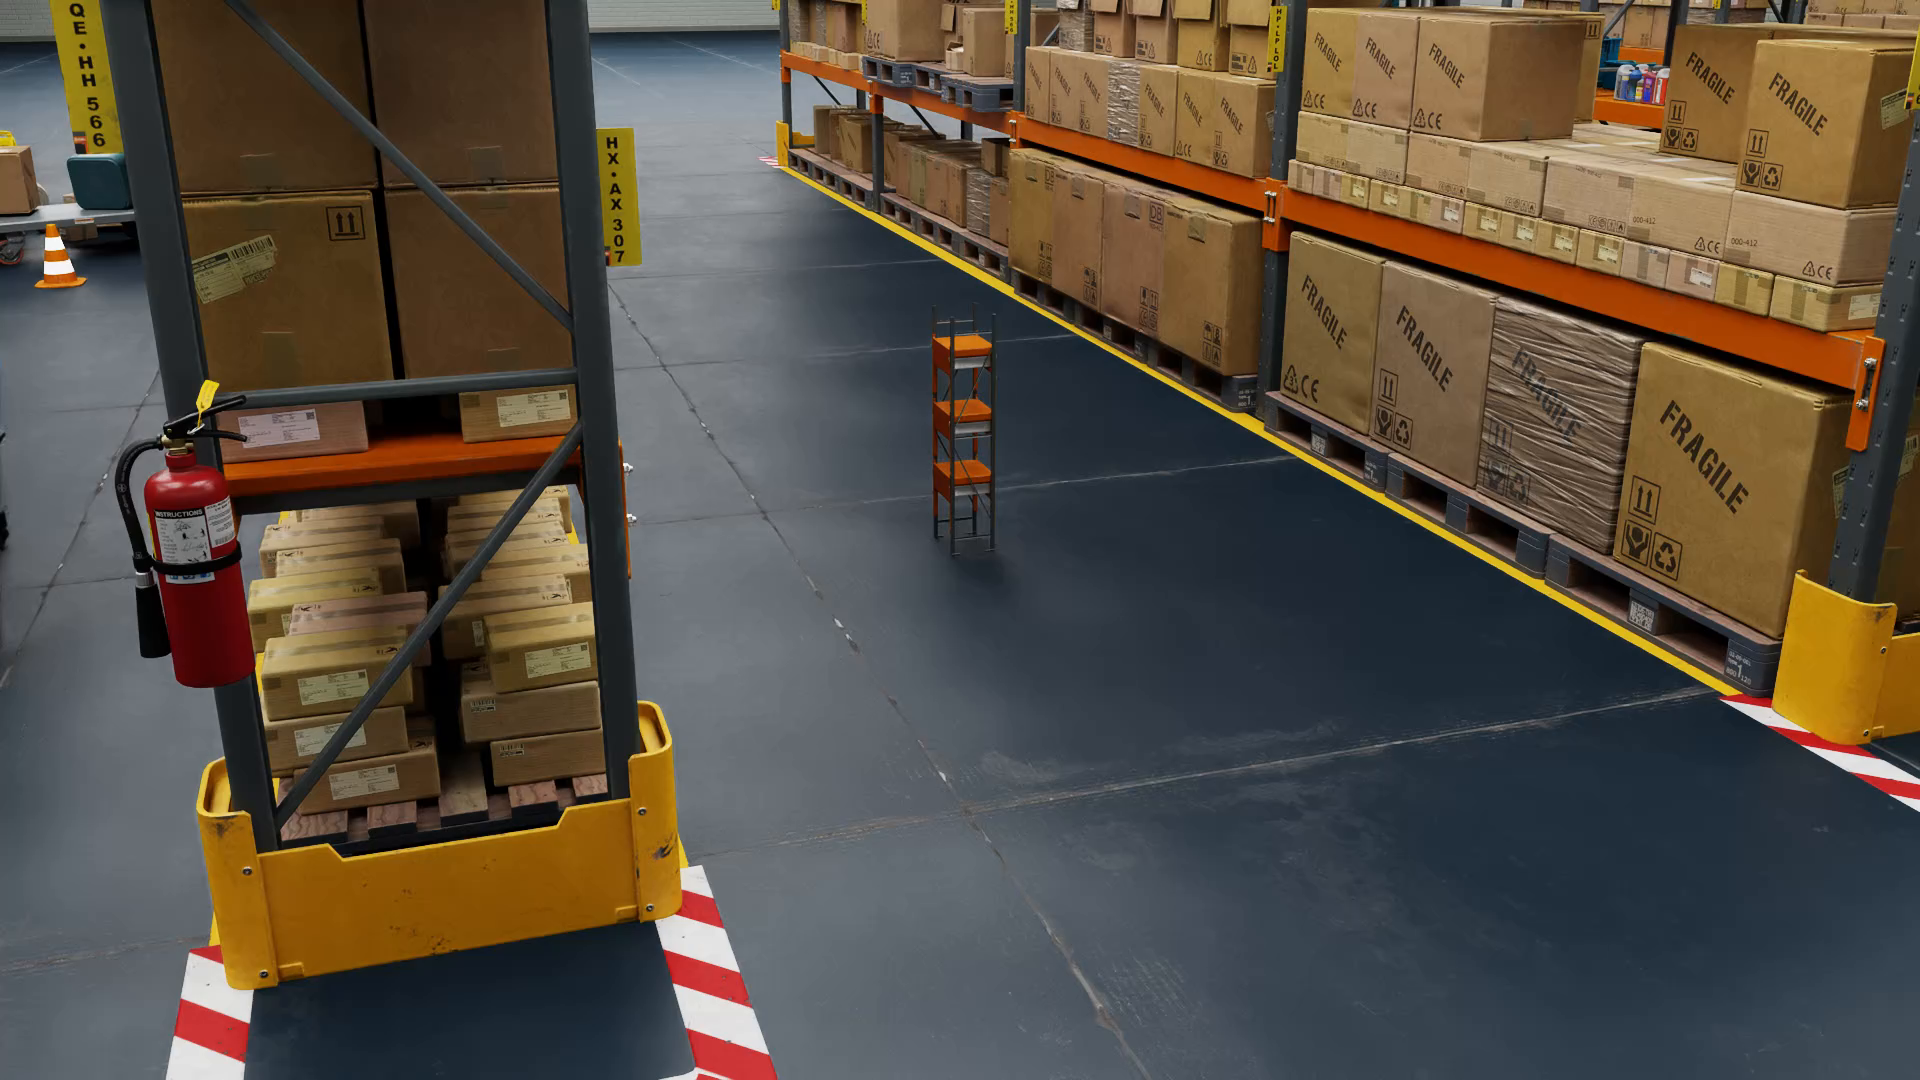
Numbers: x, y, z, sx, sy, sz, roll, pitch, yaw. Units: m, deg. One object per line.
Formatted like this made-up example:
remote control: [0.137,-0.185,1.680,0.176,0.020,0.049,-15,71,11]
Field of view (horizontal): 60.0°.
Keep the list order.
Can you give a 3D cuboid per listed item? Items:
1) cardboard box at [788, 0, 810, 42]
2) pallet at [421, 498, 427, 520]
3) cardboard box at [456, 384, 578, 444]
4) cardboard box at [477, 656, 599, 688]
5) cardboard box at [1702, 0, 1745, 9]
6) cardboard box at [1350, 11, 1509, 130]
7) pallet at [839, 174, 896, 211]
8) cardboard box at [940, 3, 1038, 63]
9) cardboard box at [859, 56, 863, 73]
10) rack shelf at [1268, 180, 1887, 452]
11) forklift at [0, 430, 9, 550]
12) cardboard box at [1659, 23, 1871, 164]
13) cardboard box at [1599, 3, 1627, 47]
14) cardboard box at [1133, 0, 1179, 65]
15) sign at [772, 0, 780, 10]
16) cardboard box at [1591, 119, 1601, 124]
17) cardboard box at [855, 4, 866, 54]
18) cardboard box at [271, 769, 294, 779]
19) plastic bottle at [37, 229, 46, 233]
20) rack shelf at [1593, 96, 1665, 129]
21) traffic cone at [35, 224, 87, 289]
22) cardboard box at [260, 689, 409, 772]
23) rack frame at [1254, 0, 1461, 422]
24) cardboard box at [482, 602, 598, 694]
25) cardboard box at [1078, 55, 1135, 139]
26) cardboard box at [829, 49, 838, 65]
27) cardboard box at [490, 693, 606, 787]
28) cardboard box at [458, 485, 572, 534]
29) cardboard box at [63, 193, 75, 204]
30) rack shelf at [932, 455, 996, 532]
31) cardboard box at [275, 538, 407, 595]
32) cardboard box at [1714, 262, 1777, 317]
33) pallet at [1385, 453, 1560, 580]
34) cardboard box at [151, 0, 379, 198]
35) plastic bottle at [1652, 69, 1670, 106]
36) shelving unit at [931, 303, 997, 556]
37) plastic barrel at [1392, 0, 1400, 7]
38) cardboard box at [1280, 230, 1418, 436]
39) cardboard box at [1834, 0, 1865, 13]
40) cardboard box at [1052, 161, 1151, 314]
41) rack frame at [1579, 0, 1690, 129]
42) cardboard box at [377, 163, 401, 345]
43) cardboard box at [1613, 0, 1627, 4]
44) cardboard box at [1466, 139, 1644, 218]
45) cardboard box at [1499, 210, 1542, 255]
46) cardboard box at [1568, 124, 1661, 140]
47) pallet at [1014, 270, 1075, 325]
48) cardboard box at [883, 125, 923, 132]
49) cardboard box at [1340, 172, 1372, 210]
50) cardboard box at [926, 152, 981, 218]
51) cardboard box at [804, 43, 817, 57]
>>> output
cardboard box: [-1.478,-5.990,19.068,0.875,0.500,0.500,-6,21,-17]
pallet: [-2.349,-0.113,7.418,1.003,0.211,1.213,-6,21,-17]
cardboard box: [-1.127,-0.374,4.392,0.380,0.149,0.250,-7,21,-18]
cardboard box: [-1.290,0.361,5.129,0.380,0.149,0.250,-6,21,-17]
cardboard box: [8.749,-6.167,19.041,0.380,0.149,0.250,-6,21,-17]
cardboard box: [2.202,-2.214,7.816,0.500,0.500,0.500,-6,21,-17]
pallet: [-0.612,-3.598,17.122,1.003,0.211,1.213,-6,21,-17]
cardboard box: [0.265,-4.398,14.451,0.797,0.503,0.637,-4,20,-12]
cardboard box: [-0.784,-4.700,16.435,0.380,0.149,0.250,-6,21,-17]
rack shelf: [2.775,-1.151,7.248,1.077,0.370,4.000,-6,21,-17]
forklift: [-4.631,-1.194,6.405,1.130,2.935,3.031,-6,21,-16]
cardboard box: [3.184,-1.779,6.604,0.500,0.500,0.500,-7,21,-19]
cardboard box: [8.404,-6.433,20.742,0.700,0.500,0.500,-6,21,-16]
cardboard box: [1.523,-3.274,10.462,0.797,0.503,0.637,-6,21,-15]
sign: [-2.140,-6.332,19.328,0.100,0.325,0.005,-6,21,-17]
cardboard box: [8.208,-5.260,21.070,0.500,0.250,0.500,-6,21,-17]
cardboard box: [-0.574,-5.201,16.871,0.875,0.500,0.500,-6,21,-17]
cardboard box: [-1.877,0.572,4.982,0.380,0.149,0.250,-6,21,-16]
plastic bottle: [-8.401,-2.876,15.334,0.133,0.061,0.283,-3,20,-8]
rack shelf: [6.220,-2.961,12.287,1.077,0.370,4.000,-6,21,-17]
traffic cone: [-7.016,-2.216,12.901,0.336,0.463,0.334,-6,21,-17]
cardboard box: [-1.773,0.512,4.711,0.380,0.149,0.250,-7,21,-19]
rack frame: [2.147,-2.131,8.913,1.000,3.000,0.127,-6,21,-17]
cardboard box: [-1.179,0.307,4.842,0.380,0.149,0.250,-7,21,-20]
cardboard box: [1.113,-2.948,11.039,0.500,0.500,0.500,-7,21,-18]
cardboard box: [-1.172,-5.101,17.553,0.380,0.149,0.250,-6,21,-17]
cardboard box: [-1.197,0.589,4.936,0.380,0.149,0.250,-6,21,-16]
cardboard box: [-1.611,-0.114,6.012,0.380,0.149,0.250,-6,21,-16]
cardboard box: [-8.703,-3.382,16.612,0.380,0.149,0.250,4,20,11]
rack shelf: [0.017,-0.205,7.289,0.215,0.259,0.240,-6,21,-17]
cardboard box: [-1.991,0.122,5.357,0.380,0.149,0.250,-7,21,-19]
cardboard box: [2.896,-0.892,5.835,0.380,0.149,0.250,-6,21,-17]
pallet: [2.699,-0.175,7.590,1.003,0.211,1.213,-6,21,-17]
cardboard box: [-1.716,-1.131,4.062,0.500,0.500,0.500,-7,21,-18]
plastic bottle: [5.566,-3.561,13.078,0.152,0.276,0.135,-6,21,-17]
shelving unit: [0.017,-0.477,7.191,0.215,1.050,0.252,-6,21,-17]
plastic barrel: [4.168,-5.305,17.006,0.600,0.901,0.708,-6,21,-17]
cardboard box: [2.278,-1.109,8.588,0.875,0.875,0.875,-6,21,-17]
cardboard box: [12.493,-7.508,22.966,0.500,0.500,0.500,-6,21,-17]
cardboard box: [1.360,-2.102,11.354,1.225,0.875,0.875,-6,21,-17]
rack frame: [5.591,-3.941,13.952,1.000,3.000,0.127,-6,21,-17]
cardboard box: [-1.408,-0.883,4.849,0.500,0.500,0.500,-6,21,-17]
cardboard box: [8.265,-6.659,20.412,0.380,0.149,0.250,-6,21,-15]
cardboard box: [2.513,-1.537,7.041,0.500,0.250,0.500,-6,21,-17]
cardboard box: [2.499,-1.299,6.969,0.380,0.149,0.250,-6,21,-16]
cardboard box: [2.860,-1.757,7.654,0.500,0.250,0.500,-6,21,-16]
pallet: [1.066,-1.842,12.232,1.003,0.211,1.213,-6,21,-17]
cardboard box: [-0.643,-4.036,17.291,0.500,0.500,0.500,0,20,0]
cardboard box: [2.090,-1.714,8.123,0.380,0.149,0.250,-6,21,-15]
cardboard box: [0.113,-3.195,14.923,0.700,0.500,0.500,-8,21,-22]
cardboard box: [-1.539,-5.505,18.678,0.380,0.149,0.250,-6,21,-17]
